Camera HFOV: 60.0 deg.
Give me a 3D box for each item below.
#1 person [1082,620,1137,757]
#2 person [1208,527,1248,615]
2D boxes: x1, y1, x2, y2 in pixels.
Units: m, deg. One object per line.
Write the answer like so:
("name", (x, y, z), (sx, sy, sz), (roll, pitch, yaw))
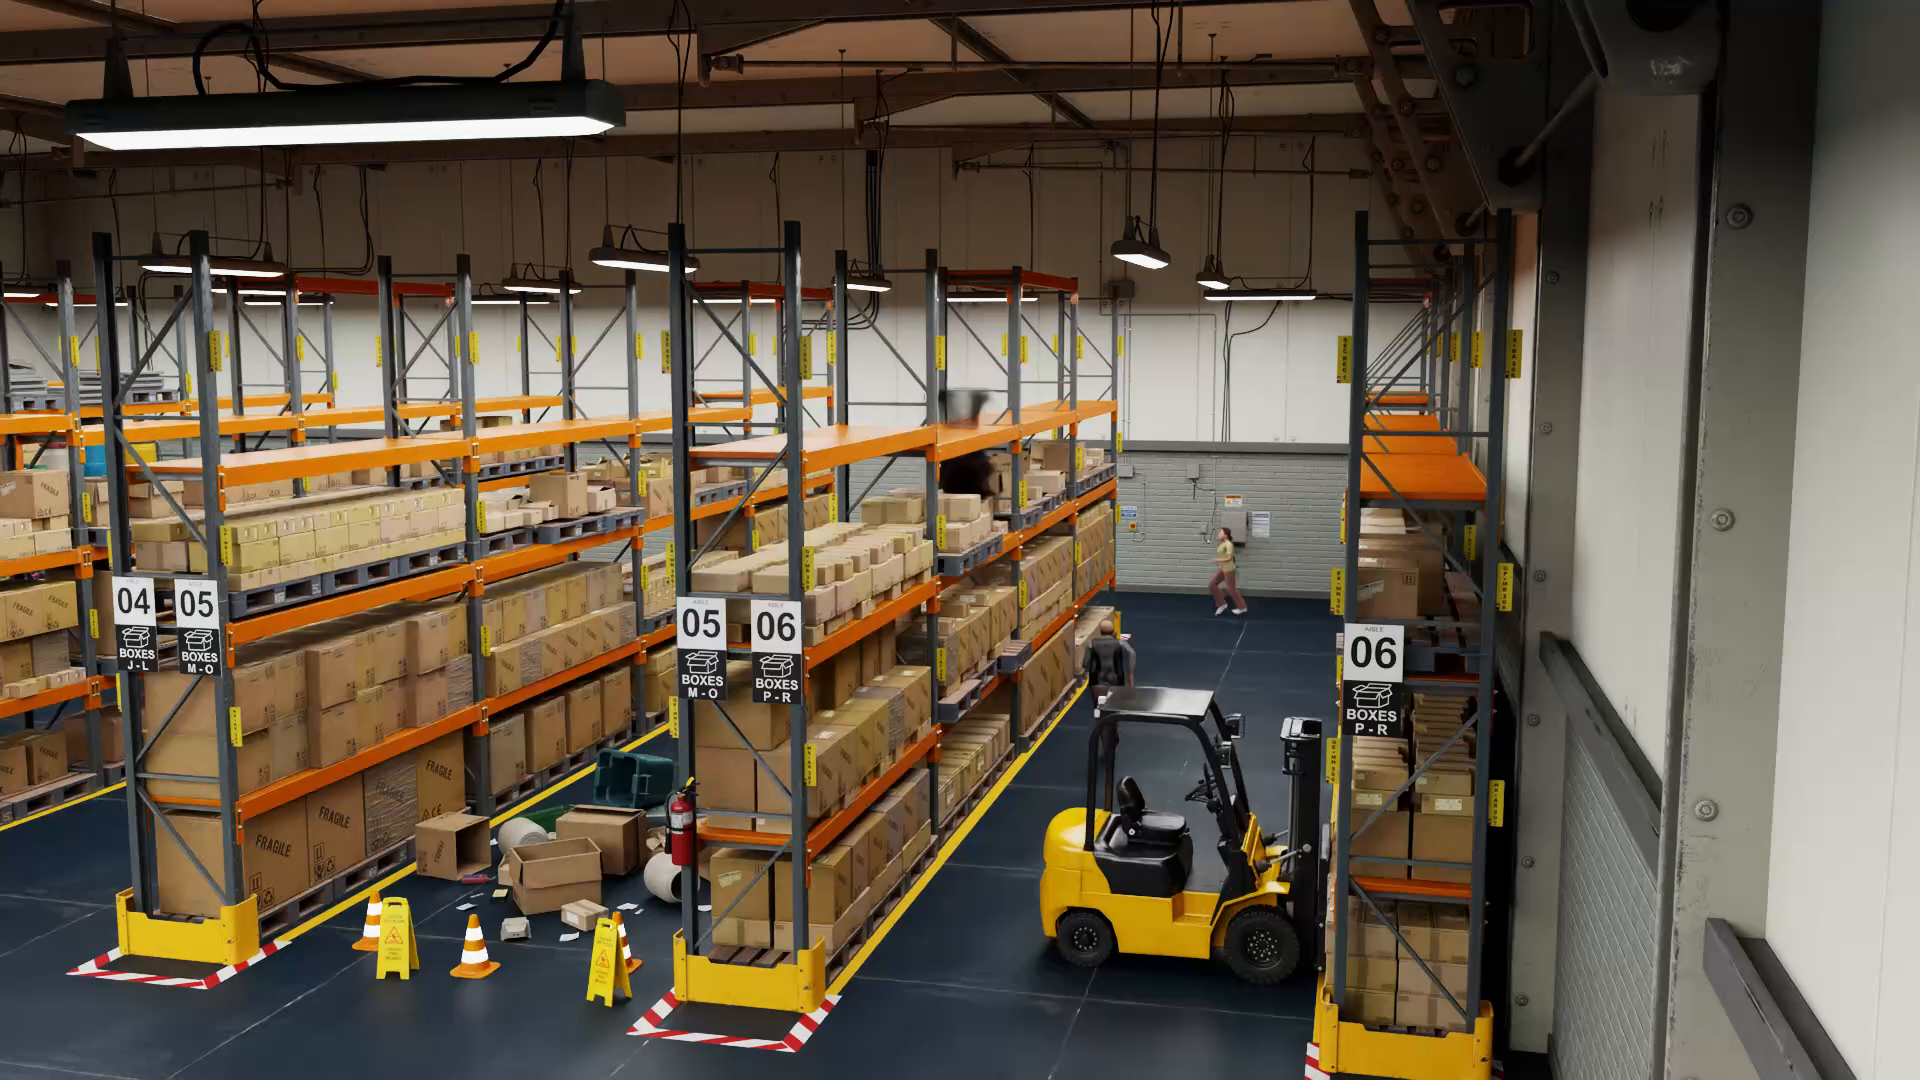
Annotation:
("person", (1.853, 1.832, 20.705), (0.663, 1.651, 0.725), (0, 7, 1))
("person", (4.982, 0.591, 30.904), (0.775, 1.668, 0.502), (-1, 7, -9))
